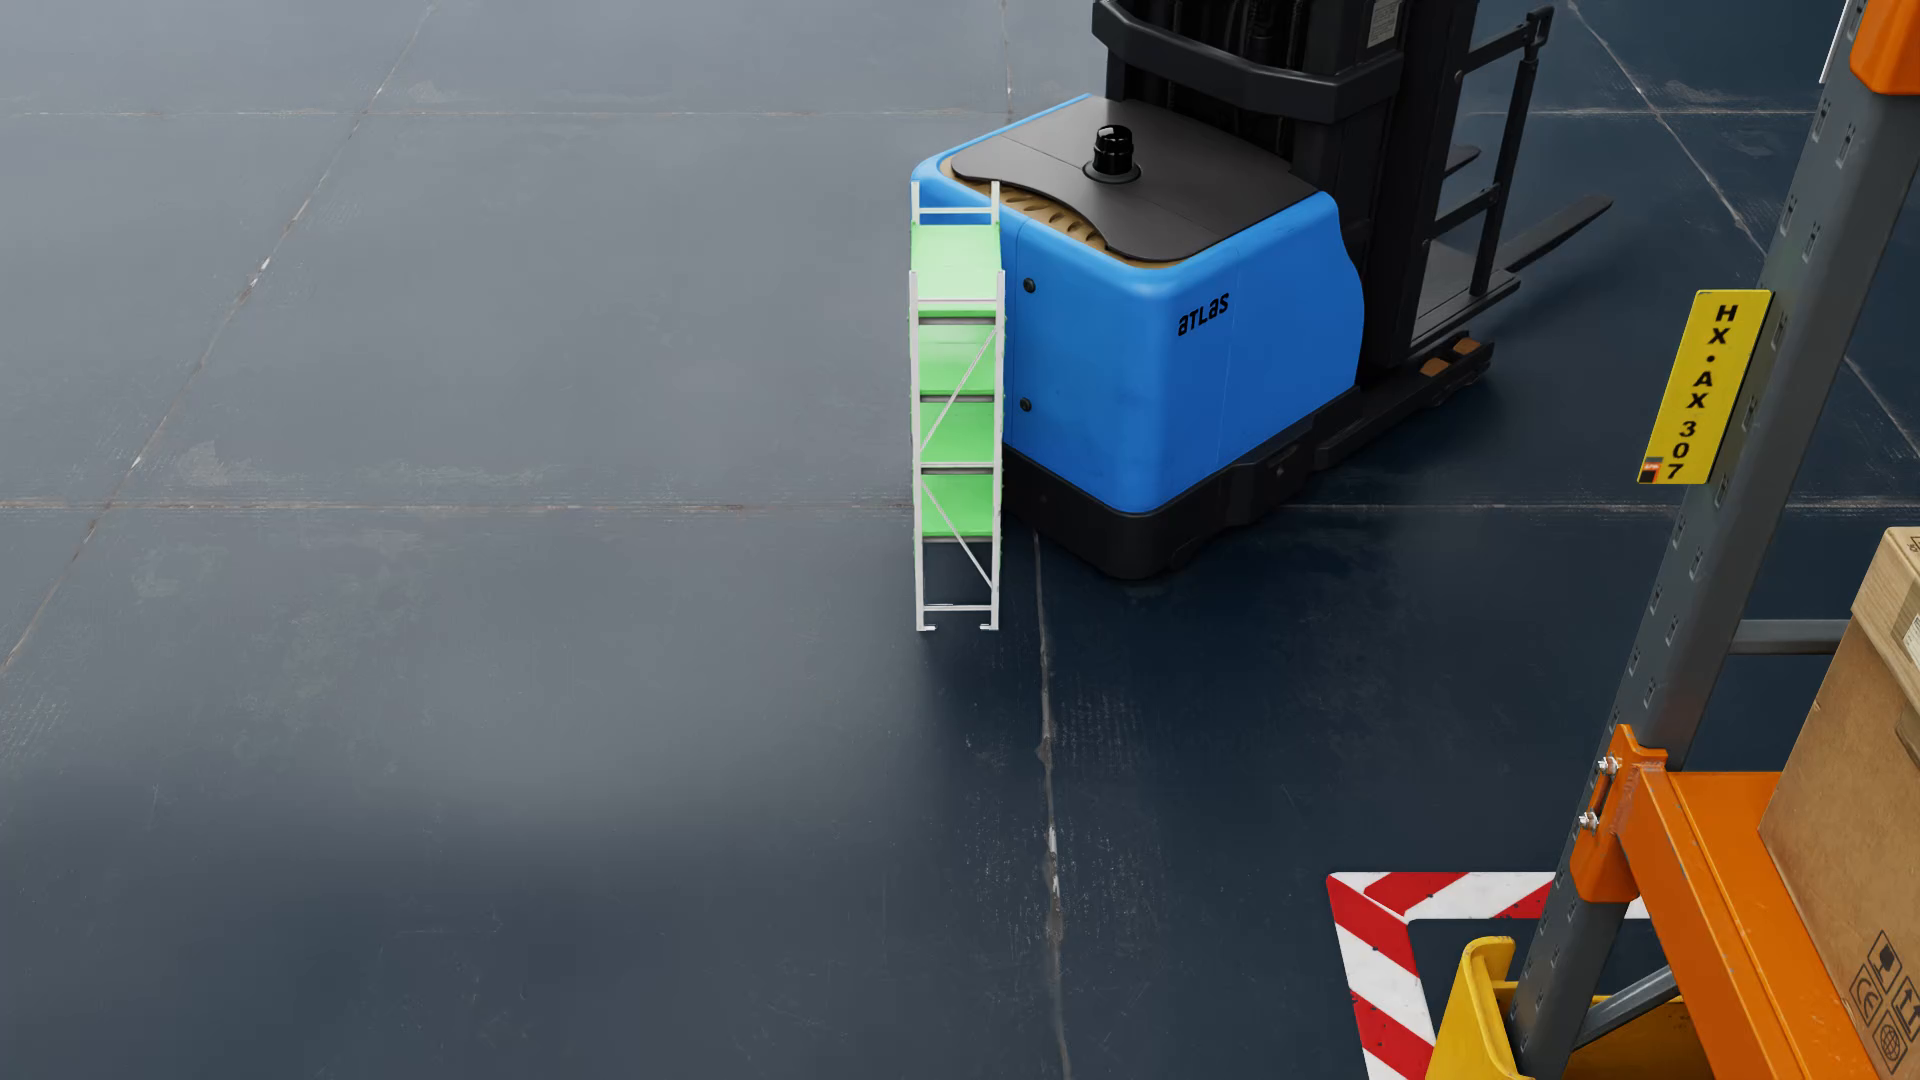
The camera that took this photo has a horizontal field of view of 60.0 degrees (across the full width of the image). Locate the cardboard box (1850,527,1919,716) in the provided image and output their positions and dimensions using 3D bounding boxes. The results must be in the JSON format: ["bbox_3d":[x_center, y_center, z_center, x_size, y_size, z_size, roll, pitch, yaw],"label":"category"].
[{"bbox_3d":[1.392,0.114,2.111,0.380,0.149,0.250,0,39,0],"label":"cardboard box"}]

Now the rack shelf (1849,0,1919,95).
[{"bbox_3d":[1.609,0.521,0.377,1.077,0.370,4.000,0,39,0],"label":"rack shelf"}]

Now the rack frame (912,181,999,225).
[{"bbox_3d":[-0.013,-0.509,4.926,0.240,1.200,0.015,0,39,0],"label":"rack frame"}]

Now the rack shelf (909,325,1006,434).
[{"bbox_3d":[-0.010,-0.494,4.625,0.258,0.148,0.480,0,39,0],"label":"rack shelf"}]

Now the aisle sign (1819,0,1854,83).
[{"bbox_3d":[1.301,-0.895,1.889,0.394,0.787,0.004,0,39,0],"label":"aisle sign"}]

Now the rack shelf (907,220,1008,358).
[{"bbox_3d":[-0.010,-0.681,4.475,0.258,0.148,0.480,0,39,0],"label":"rack shelf"}]

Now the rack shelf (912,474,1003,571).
[{"bbox_3d":[-0.010,-0.120,4.926,0.258,0.148,0.480,0,39,0],"label":"rack shelf"}]

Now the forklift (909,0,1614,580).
[{"bbox_3d":[1.256,-1.827,5.186,3.031,2.935,1.130,-30,48,-32],"label":"forklift"}]

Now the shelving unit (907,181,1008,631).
[{"bbox_3d":[-0.010,-0.357,4.736,0.258,1.200,0.503,0,39,0],"label":"shelving unit"}]

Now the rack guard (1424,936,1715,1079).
[{"bbox_3d":[1.607,1.121,3.451,1.175,0.500,0.348,0,39,0],"label":"rack guard"}]

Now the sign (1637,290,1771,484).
[{"bbox_3d":[1.052,-0.212,2.360,0.100,0.325,0.005,0,39,0],"label":"sign"}]

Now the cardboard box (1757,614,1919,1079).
[{"bbox_3d":[1.595,0.413,2.255,0.700,0.500,0.500,0,39,0],"label":"cardboard box"}]

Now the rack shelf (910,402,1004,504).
[{"bbox_3d":[-0.010,-0.307,4.775,0.258,0.148,0.480,0,39,0],"label":"rack shelf"}]

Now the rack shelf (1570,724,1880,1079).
[{"bbox_3d":[1.609,1.692,1.315,1.077,0.370,4.000,0,39,0],"label":"rack shelf"}]

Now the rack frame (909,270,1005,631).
[{"bbox_3d":[-0.007,-0.204,4.545,0.240,1.200,0.015,0,39,0],"label":"rack frame"}]
